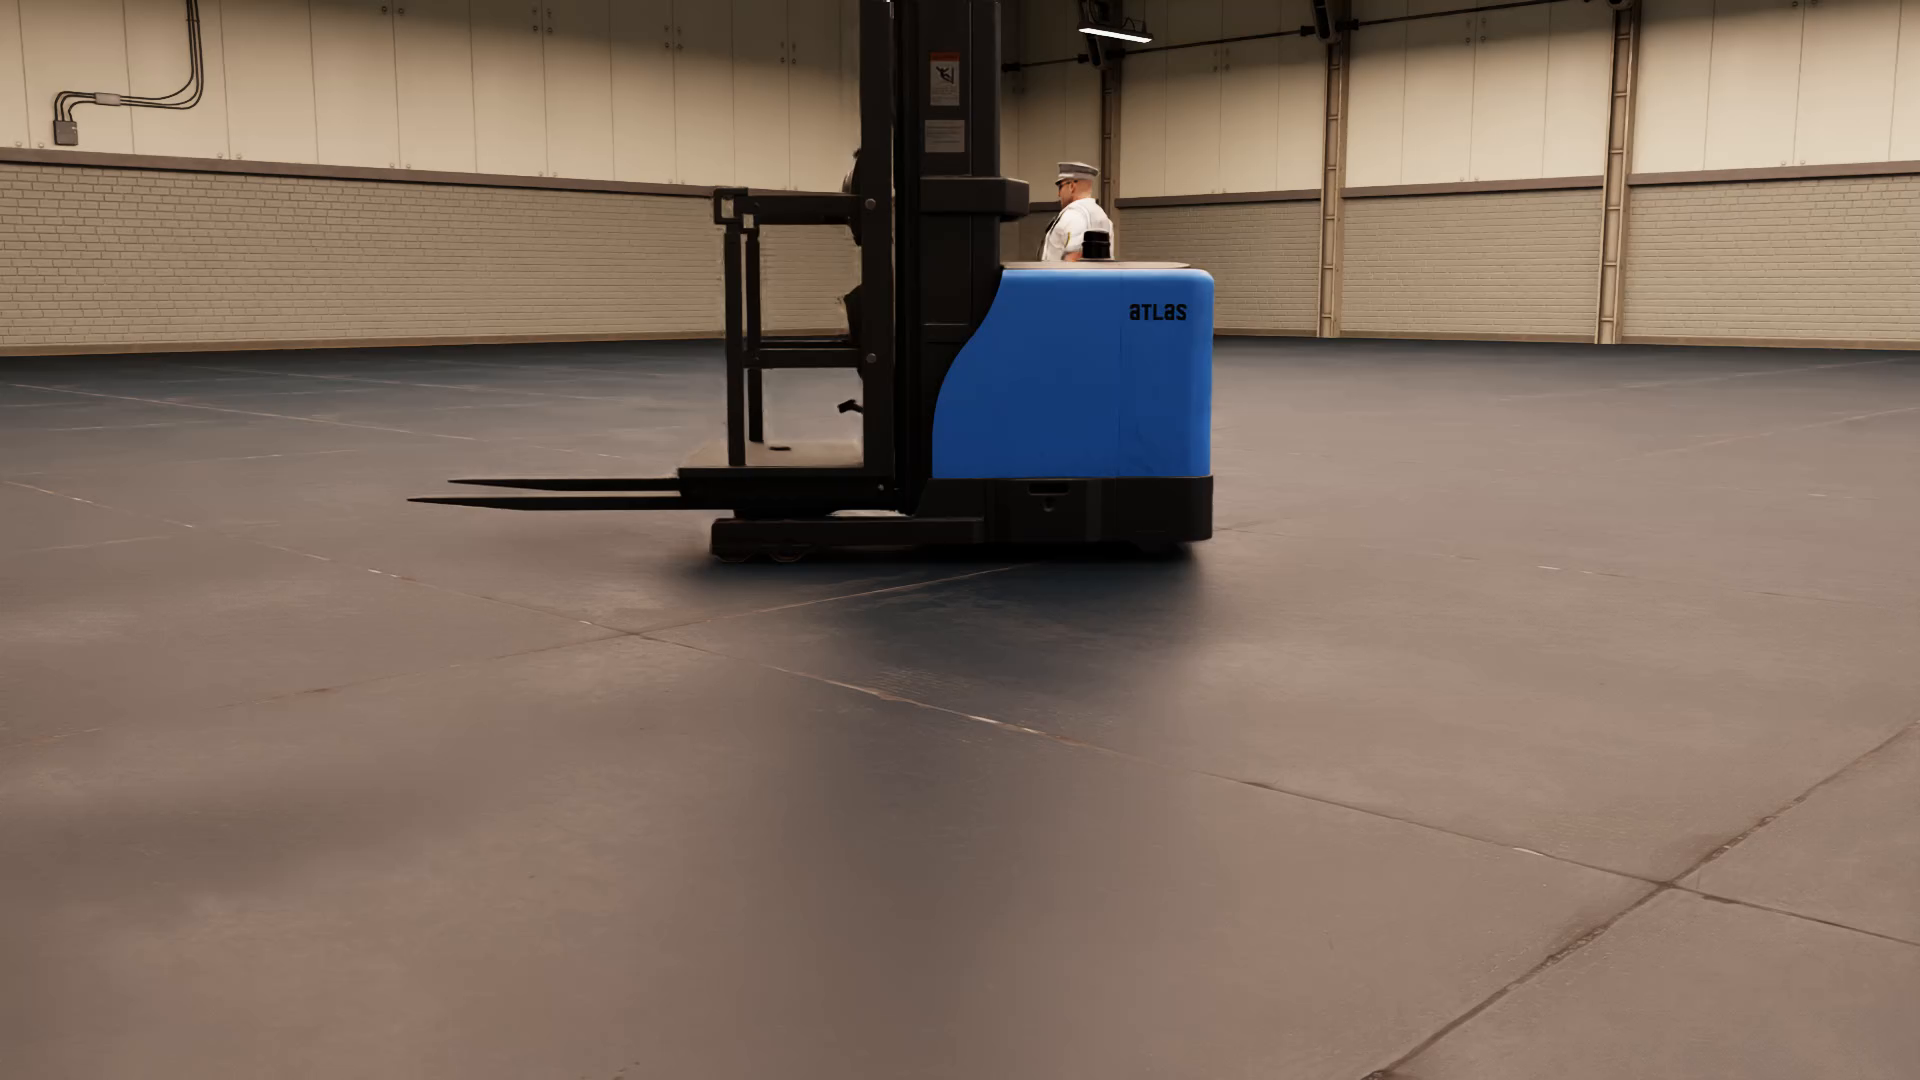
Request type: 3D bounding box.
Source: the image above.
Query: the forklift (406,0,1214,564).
[{"bbox_3d":[-0.580,-1.442,6.449,3.031,2.935,1.130,0,9,-3],"label":"forklift"}]

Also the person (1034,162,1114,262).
[{"bbox_3d":[0.687,-1.344,9.826,0.393,1.751,0.702,4,10,27],"label":"person"}]
